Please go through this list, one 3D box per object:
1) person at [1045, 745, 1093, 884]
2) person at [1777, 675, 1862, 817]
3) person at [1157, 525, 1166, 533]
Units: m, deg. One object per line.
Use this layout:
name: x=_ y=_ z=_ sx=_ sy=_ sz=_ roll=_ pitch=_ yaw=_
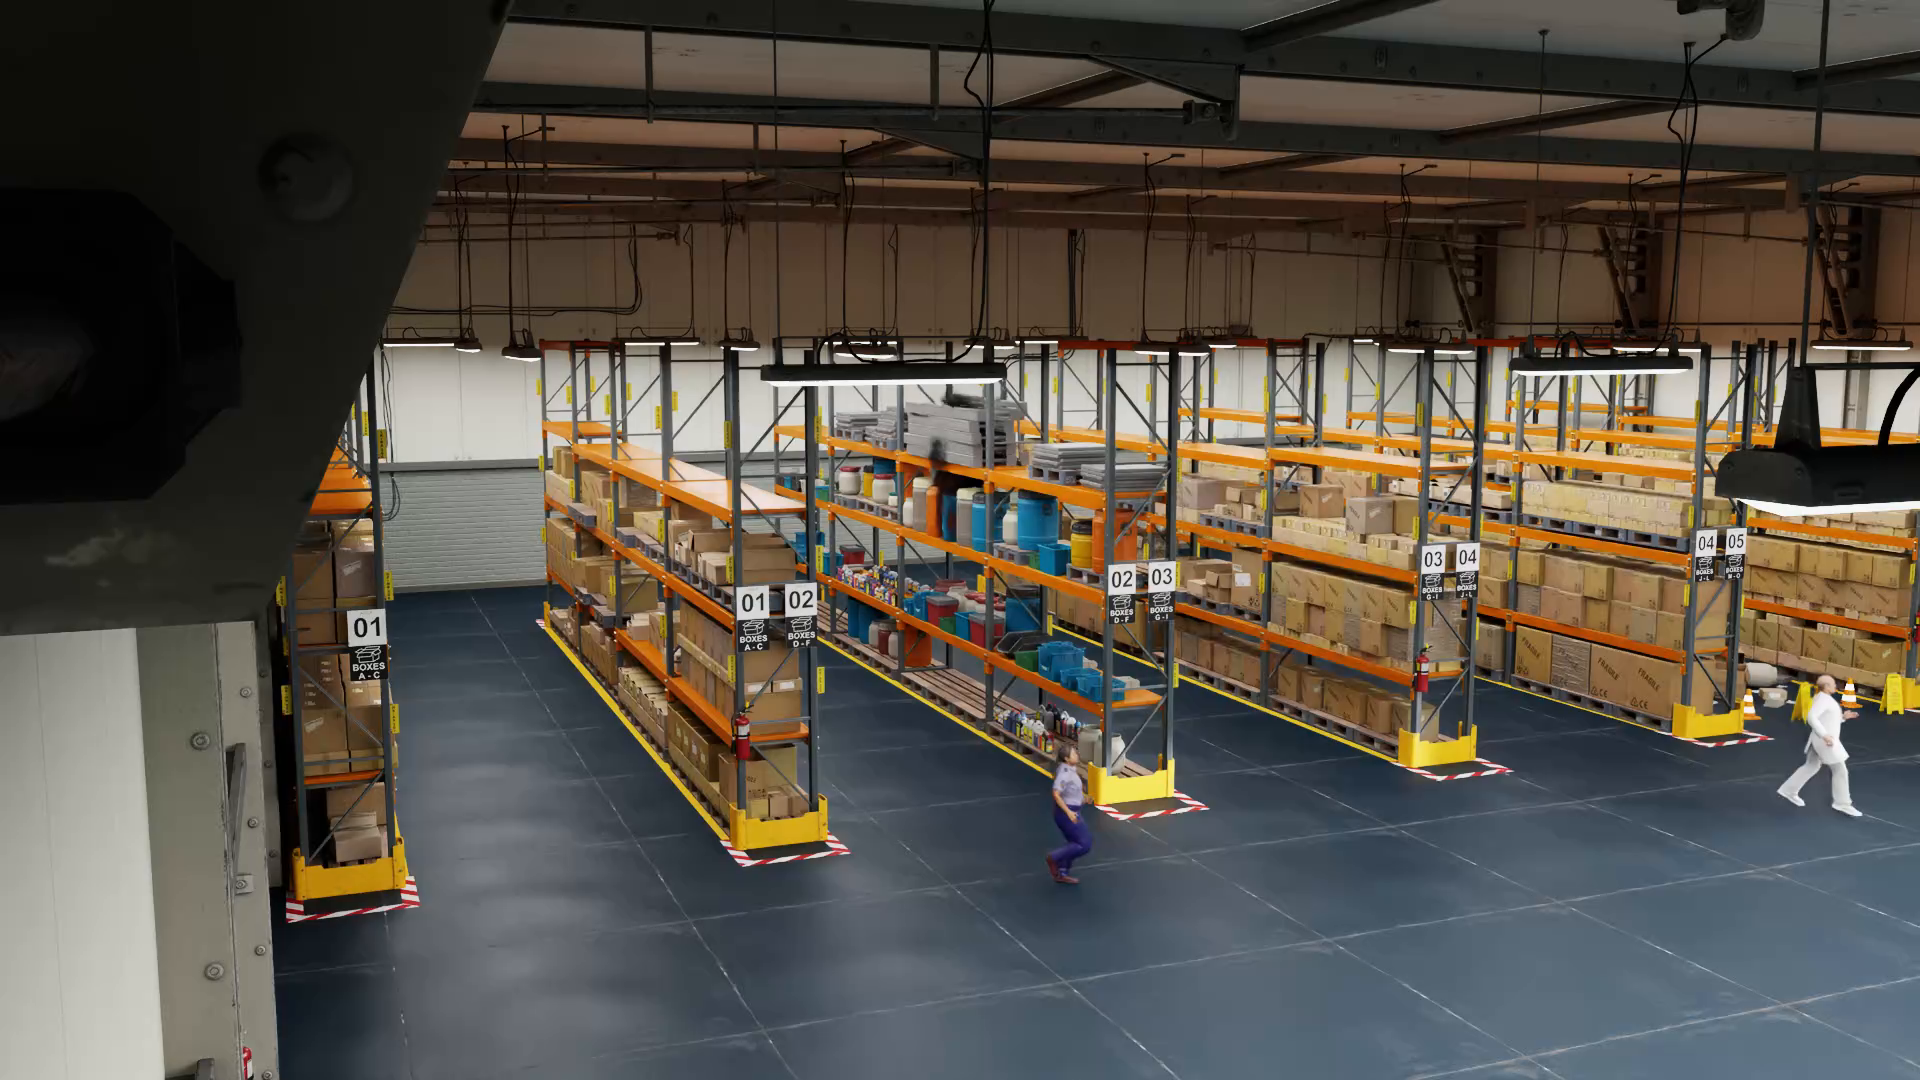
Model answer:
person: x=1.234 y=3.109 z=18.815 sx=0.550 sy=1.607 sz=0.615 roll=0 pitch=7 yaw=0
person: x=11.162 y=2.639 z=21.508 sx=0.990 sy=1.808 sz=0.687 roll=2 pitch=8 yaw=12
person: x=5.099 y=0.094 z=41.558 sx=0.609 sy=1.703 sz=0.693 roll=-1 pitch=8 yaw=-11
